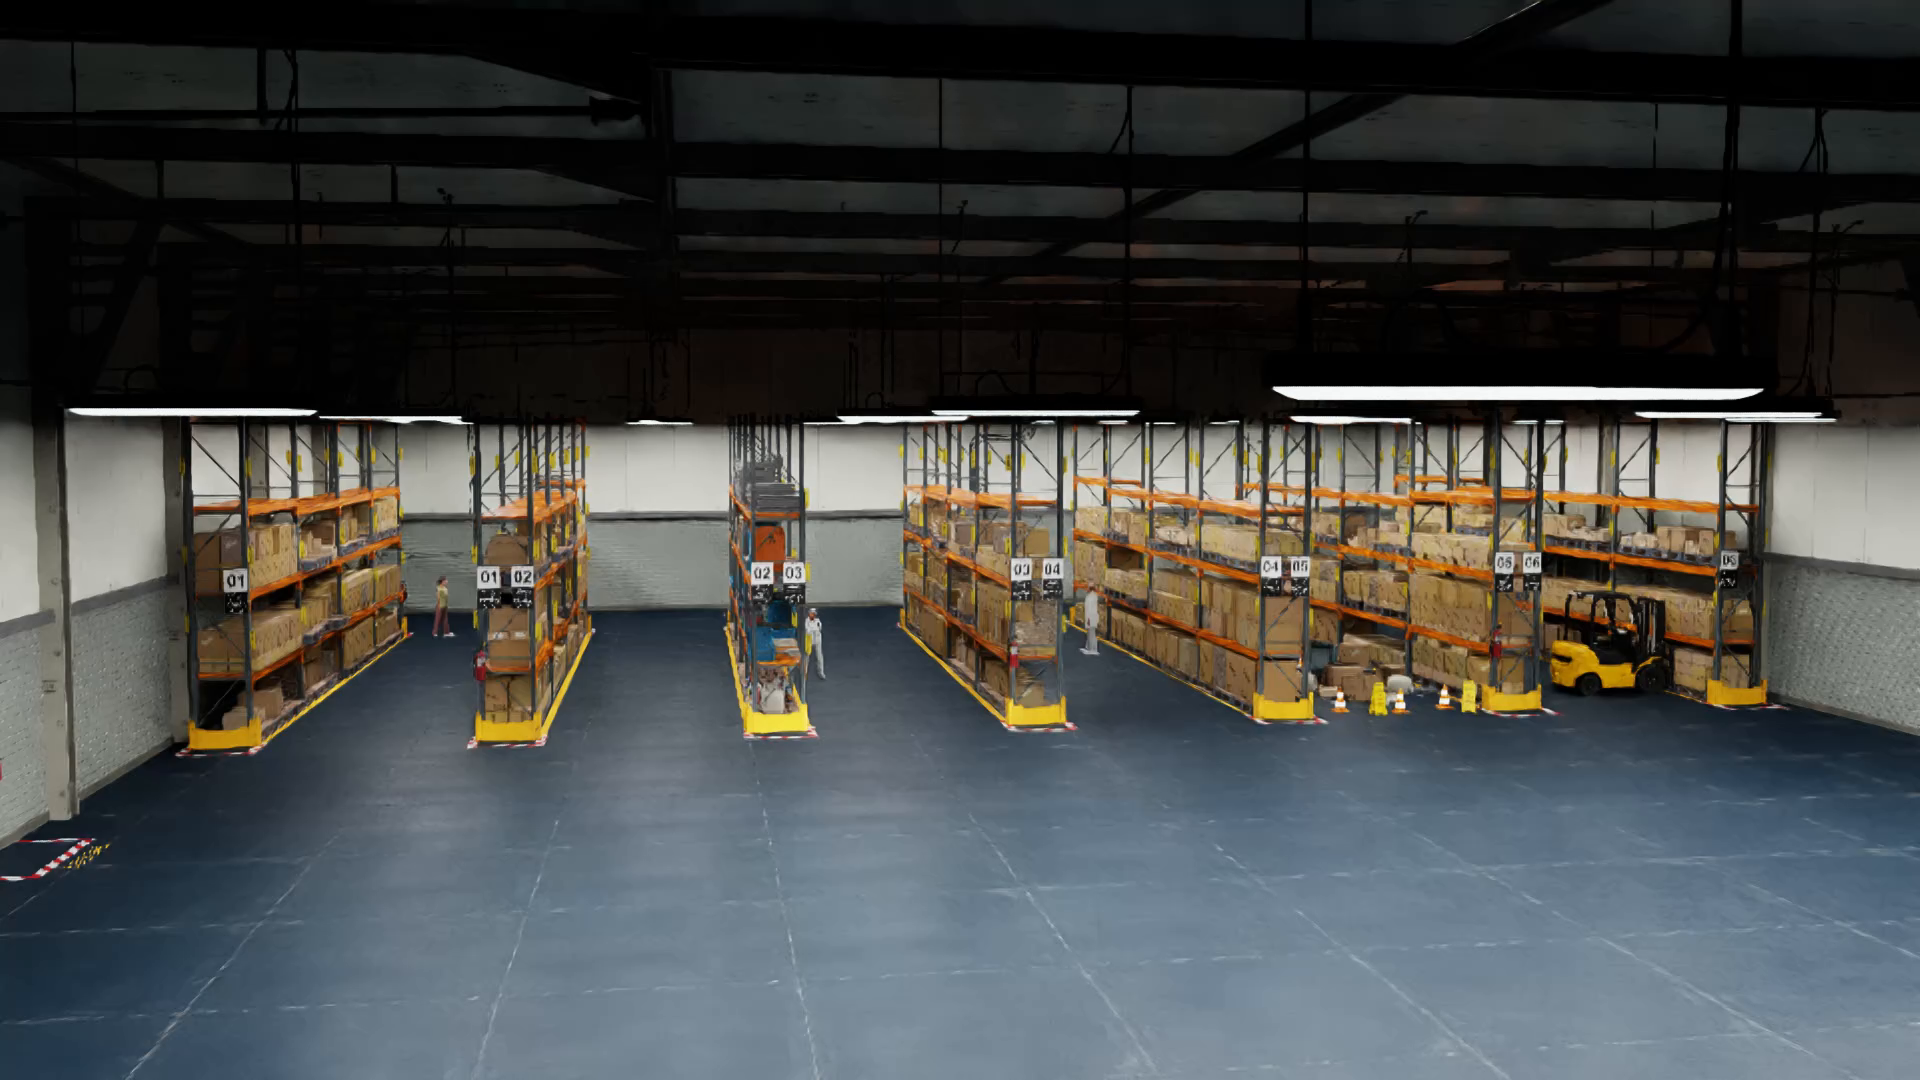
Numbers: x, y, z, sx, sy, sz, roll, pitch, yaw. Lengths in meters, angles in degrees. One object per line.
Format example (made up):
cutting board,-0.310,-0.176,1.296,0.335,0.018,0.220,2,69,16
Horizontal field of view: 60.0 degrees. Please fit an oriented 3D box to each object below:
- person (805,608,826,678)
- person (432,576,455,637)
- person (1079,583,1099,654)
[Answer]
person,-3.368,2.339,37.901,0.491,1.590,1.000,-1,4,-18
person,-14.127,1.804,45.336,0.504,1.672,0.568,0,4,3
person,3.258,1.976,41.889,0.550,1.773,0.636,1,4,21
